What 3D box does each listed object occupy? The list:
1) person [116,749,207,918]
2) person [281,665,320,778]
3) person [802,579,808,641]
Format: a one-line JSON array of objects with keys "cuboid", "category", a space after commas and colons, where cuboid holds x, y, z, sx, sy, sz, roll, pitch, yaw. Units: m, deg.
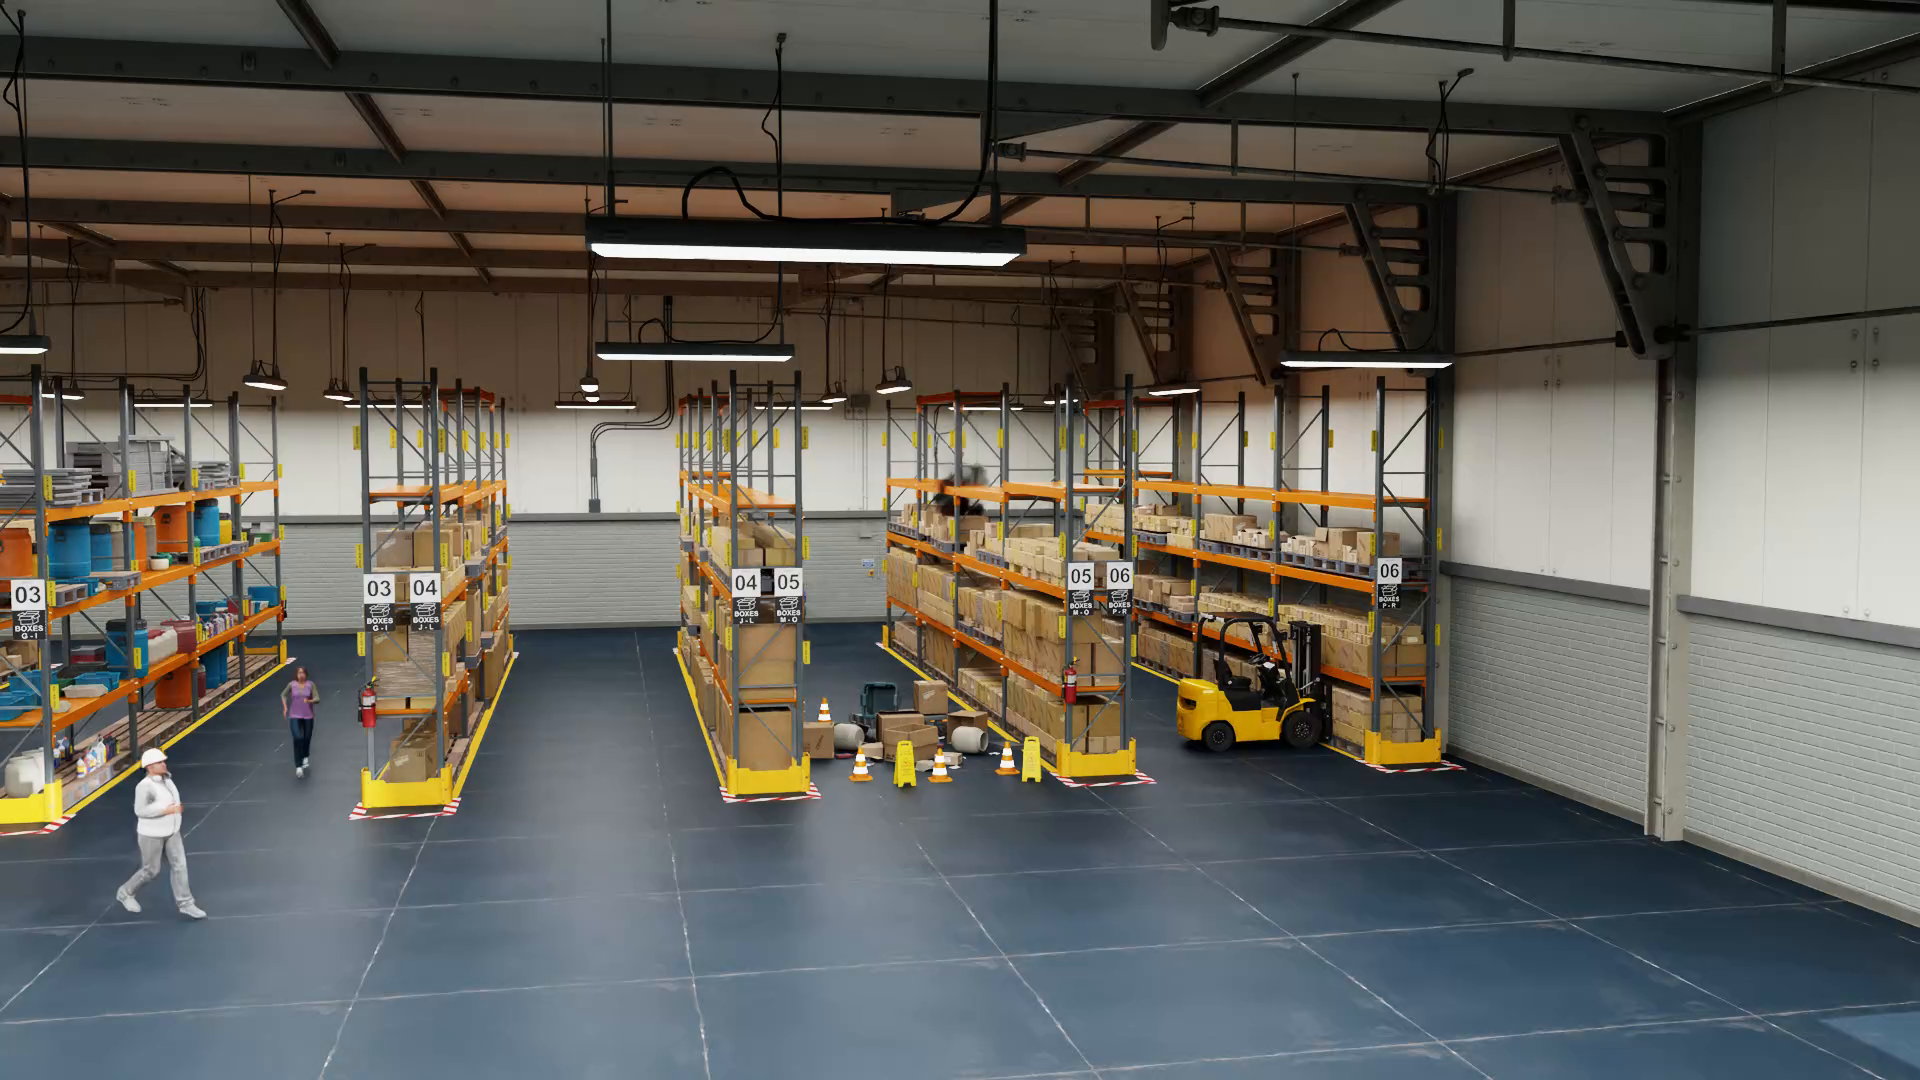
[{"cuboid": [-8.355, 3.059, 17.339, 0.949, 1.777, 0.657, 1, 3, 11], "category": "person"}, {"cuboid": [-9.911, 2.700, 25.021, 0.514, 1.636, 0.757, -2, 4, -28], "category": "person"}, {"cuboid": [-4.034, 1.743, 41.185, 0.563, 1.613, 0.564, -1, 4, -18], "category": "person"}]
